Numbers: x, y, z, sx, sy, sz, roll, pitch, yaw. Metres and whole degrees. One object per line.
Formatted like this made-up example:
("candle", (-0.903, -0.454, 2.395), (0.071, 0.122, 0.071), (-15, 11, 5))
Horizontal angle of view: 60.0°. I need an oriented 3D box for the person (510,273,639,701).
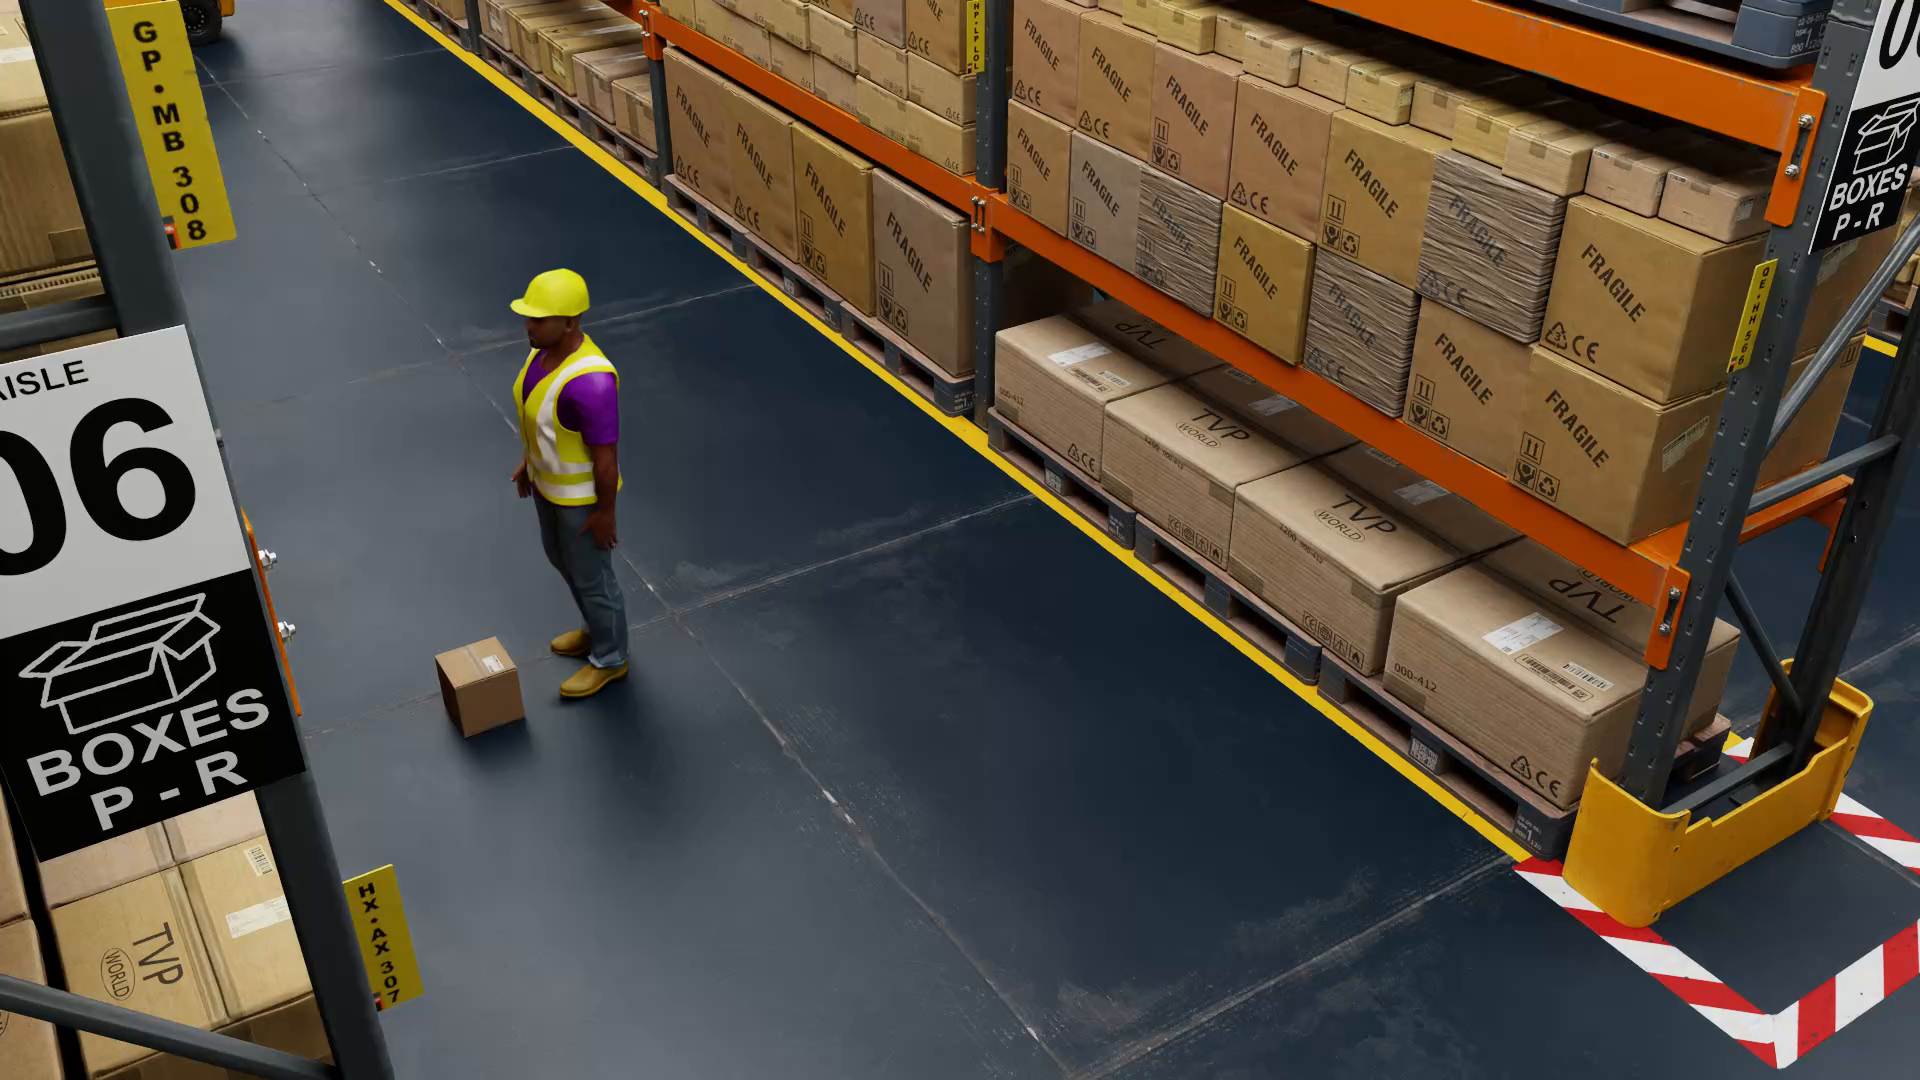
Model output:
("person", (-1.488, -0.189, 6.423), (0.359, 1.782, 0.566), (-18, 37, -26))
